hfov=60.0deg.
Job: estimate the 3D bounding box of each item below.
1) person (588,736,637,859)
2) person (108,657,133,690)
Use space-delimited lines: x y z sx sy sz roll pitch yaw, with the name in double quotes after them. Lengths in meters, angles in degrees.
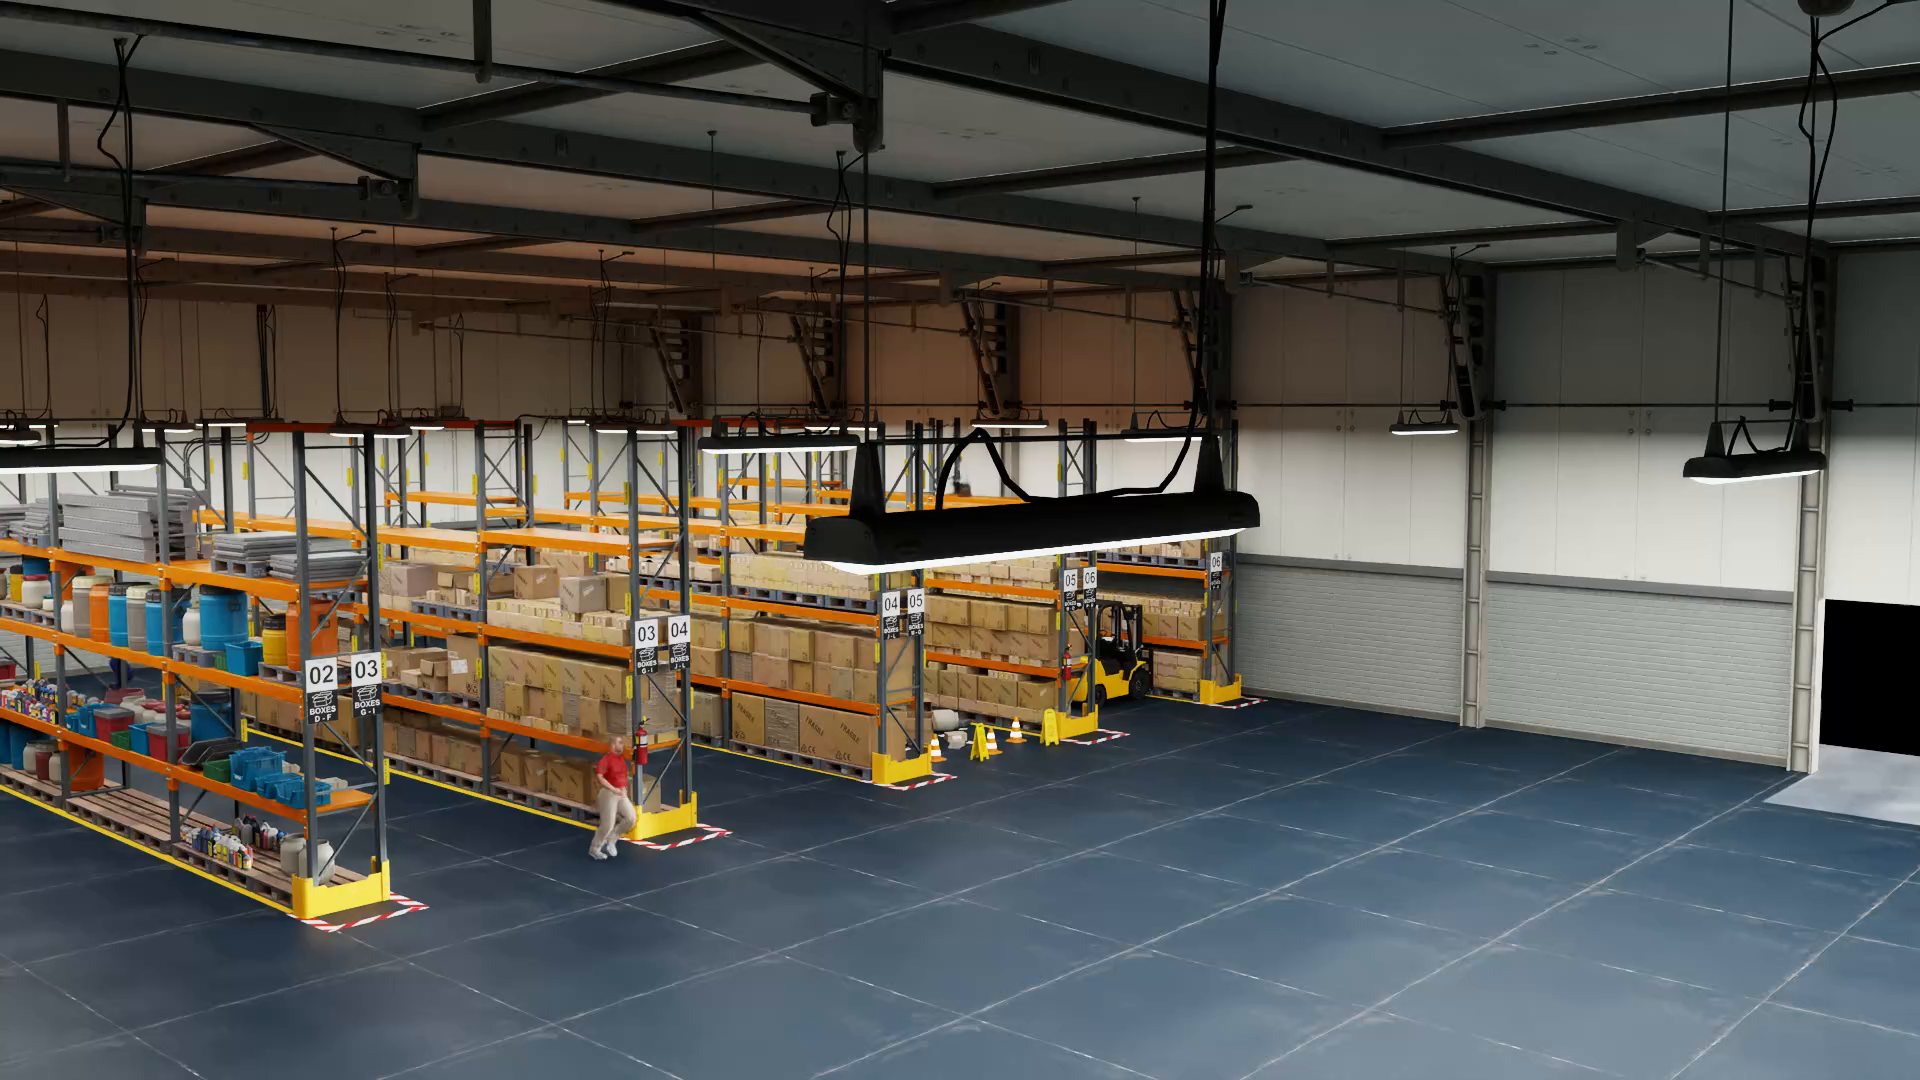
-4.827 3.592 23.318 0.603 1.684 0.720 2 5 22 "person"
-18.034 2.623 35.685 0.503 1.611 0.602 -2 5 -26 "person"
